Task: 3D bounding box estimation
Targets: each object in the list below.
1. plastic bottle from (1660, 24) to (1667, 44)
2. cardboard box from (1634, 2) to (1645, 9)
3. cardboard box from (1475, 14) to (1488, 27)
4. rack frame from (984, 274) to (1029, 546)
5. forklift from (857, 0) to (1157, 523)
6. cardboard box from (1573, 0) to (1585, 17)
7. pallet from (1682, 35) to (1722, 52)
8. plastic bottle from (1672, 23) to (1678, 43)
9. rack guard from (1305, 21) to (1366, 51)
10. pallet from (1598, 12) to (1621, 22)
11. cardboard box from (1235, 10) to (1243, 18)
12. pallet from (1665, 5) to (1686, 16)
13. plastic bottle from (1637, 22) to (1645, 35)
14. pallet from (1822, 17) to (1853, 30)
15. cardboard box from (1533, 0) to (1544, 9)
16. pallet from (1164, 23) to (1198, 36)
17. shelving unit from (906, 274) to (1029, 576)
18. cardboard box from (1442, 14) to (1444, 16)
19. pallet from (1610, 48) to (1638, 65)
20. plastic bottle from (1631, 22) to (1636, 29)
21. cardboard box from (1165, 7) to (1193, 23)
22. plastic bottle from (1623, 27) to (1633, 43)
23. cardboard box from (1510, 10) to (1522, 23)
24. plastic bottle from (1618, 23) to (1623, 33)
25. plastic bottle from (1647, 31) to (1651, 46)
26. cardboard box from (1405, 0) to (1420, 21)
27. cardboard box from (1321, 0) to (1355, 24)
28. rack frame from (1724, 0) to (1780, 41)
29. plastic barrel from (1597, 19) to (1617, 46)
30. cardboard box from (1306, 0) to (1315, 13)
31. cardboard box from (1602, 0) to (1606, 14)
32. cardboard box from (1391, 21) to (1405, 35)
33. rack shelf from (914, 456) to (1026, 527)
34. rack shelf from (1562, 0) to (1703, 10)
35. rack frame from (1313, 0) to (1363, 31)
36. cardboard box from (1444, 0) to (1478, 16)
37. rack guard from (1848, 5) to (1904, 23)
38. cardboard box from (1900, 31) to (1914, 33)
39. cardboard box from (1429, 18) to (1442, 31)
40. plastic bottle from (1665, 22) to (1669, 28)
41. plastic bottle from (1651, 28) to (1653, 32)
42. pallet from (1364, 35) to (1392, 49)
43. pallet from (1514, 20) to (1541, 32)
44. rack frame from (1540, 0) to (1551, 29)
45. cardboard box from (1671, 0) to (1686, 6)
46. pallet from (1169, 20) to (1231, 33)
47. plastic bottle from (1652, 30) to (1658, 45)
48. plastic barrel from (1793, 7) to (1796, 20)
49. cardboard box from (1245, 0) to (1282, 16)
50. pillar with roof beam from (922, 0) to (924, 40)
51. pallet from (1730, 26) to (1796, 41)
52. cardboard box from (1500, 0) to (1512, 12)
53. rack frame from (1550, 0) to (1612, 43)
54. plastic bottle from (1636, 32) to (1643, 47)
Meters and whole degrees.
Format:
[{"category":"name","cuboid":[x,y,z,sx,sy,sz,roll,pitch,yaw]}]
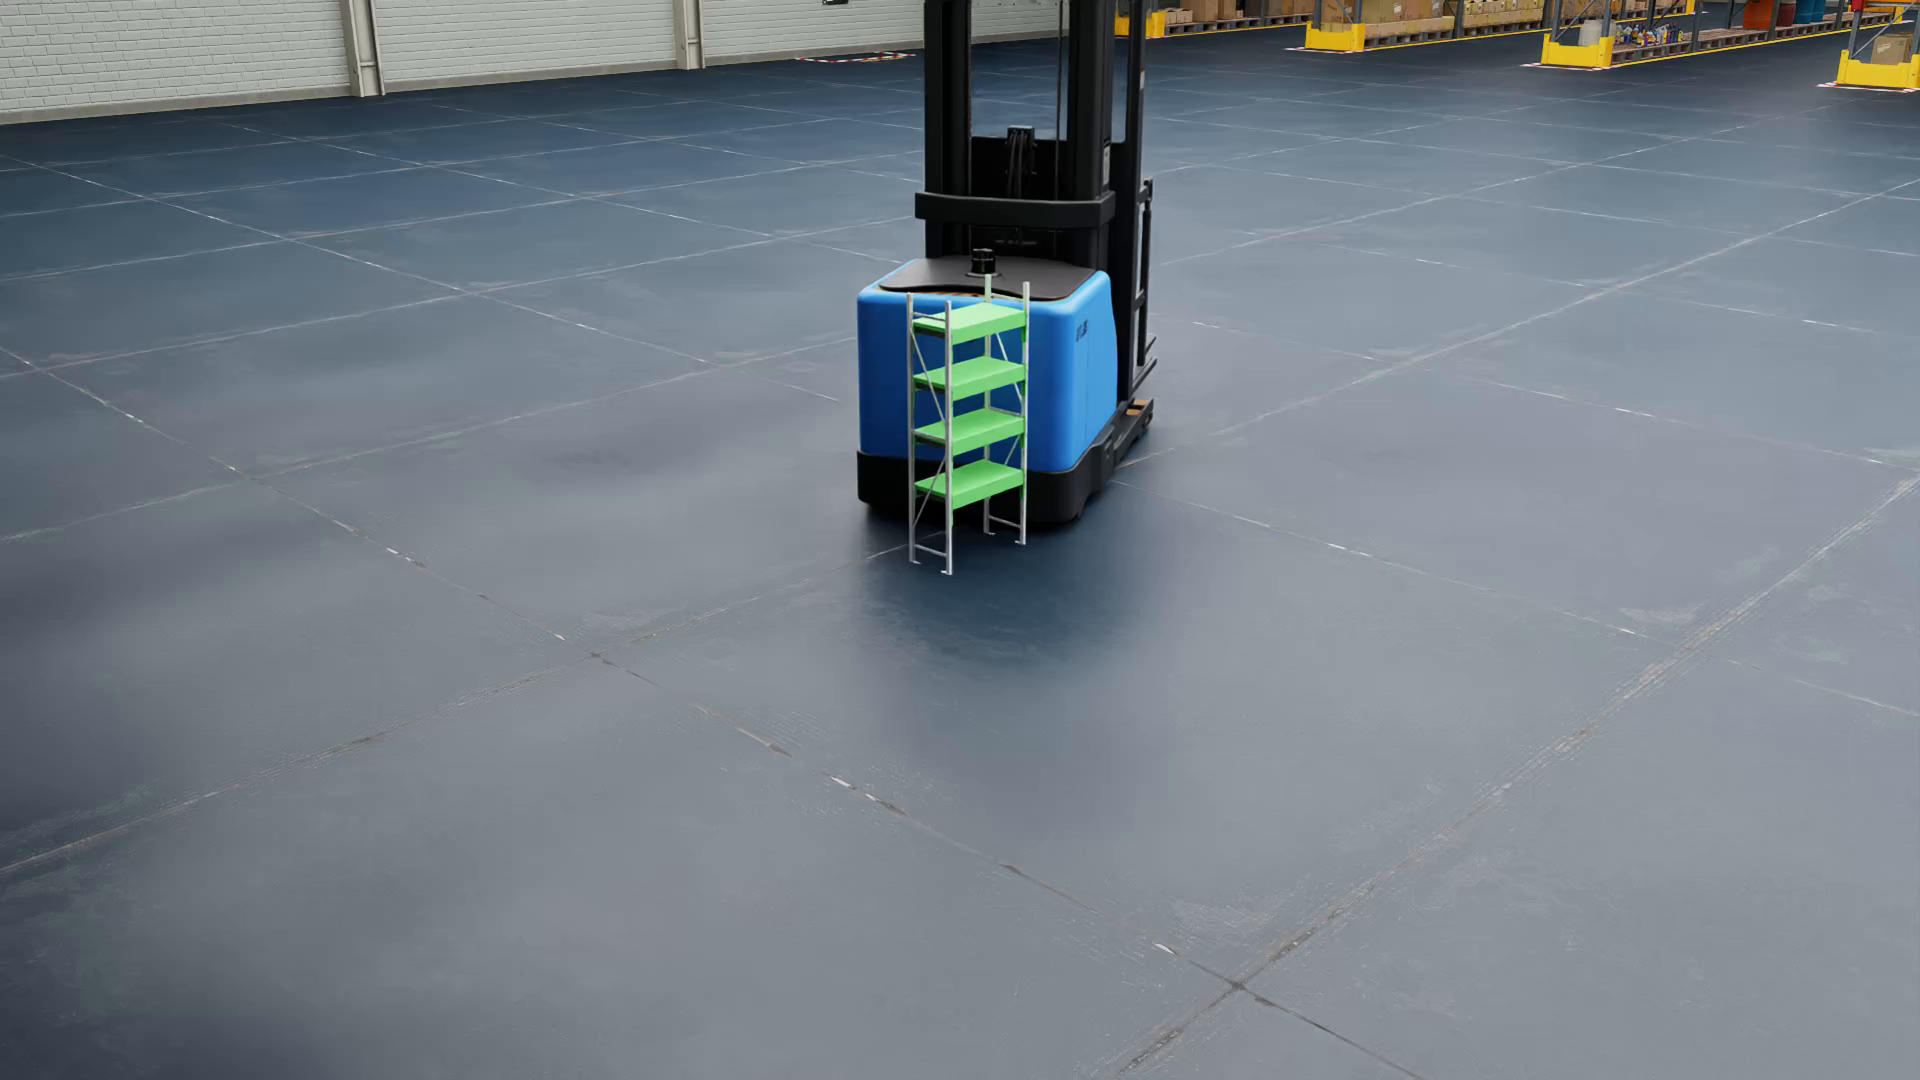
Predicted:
[{"category":"plastic bottle","cuboid":[13.106,-9.447,31.052,0.144,0.351,0.185,19,28,40]},{"category":"cardboard box","cuboid":[16.786,-13.307,41.351,0.380,0.166,0.250,19,28,41]},{"category":"cardboard box","cuboid":[10.978,-11.174,35.714,0.500,0.250,0.500,-19,28,-41]},{"category":"rack frame","cuboid":[0.202,-0.565,7.372,0.240,1.200,0.015,18,28,39]},{"category":"forklift","cuboid":[0.435,-1.944,8.548,1.130,2.935,3.031,6,22,16]},{"category":"cardboard box","cuboid":[14.189,-12.465,38.695,0.500,0.500,0.500,19,28,40]},{"category":"pallet","cuboid":[14.228,-9.758,32.669,1.003,0.211,1.213,19,28,41]},{"category":"plastic bottle","cuboid":[13.465,-9.580,31.396,0.144,0.351,0.185,18,28,39]},{"category":"rack guard","cuboid":[7.354,-9.888,32.603,1.175,0.500,0.348,19,28,41]},{"category":"pallet","cuboid":[15.202,-12.625,40.128,1.003,0.211,1.213,19,28,41]},{"category":"cardboard box","cuboid":[6.258,-12.066,38.121,0.380,0.166,0.250,15,26,34]},{"category":"pallet","cuboid":[17.924,-13.647,42.787,1.003,0.211,1.213,19,28,41]},{"category":"plastic bottle","cuboid":[12.951,-9.678,31.651,0.144,0.351,0.185,19,28,41]},{"category":"pallet","cuboid":[19.774,-11.802,37.986,1.003,0.211,1.213,19,28,41]},{"category":"cardboard box","cuboid":[12.763,-12.095,37.328,0.500,0.311,0.500,-19,28,-41]},{"category":"pallet","cuboid":[4.464,-11.218,36.466,1.003,0.211,1.213,19,28,41]},{"category":"shelving unit","cuboid":[0.036,-0.501,7.205,0.258,1.200,0.503,18,28,39]},{"category":"cardboard box","cuboid":[10.243,-11.181,35.730,0.500,0.250,0.500,19,28,40]},{"category":"pallet","cuboid":[11.507,-8.757,30.065,1.003,0.211,1.213,19,28,41]},{"category":"plastic bottle","cuboid":[12.847,-9.714,31.745,0.185,0.351,0.144,-19,28,-41]},{"category":"cardboard box","cuboid":[4.764,-11.552,36.583,0.500,0.311,0.500,-17,27,-38]},{"category":"plastic bottle","cuboid":[12.543,-9.490,31.268,0.152,0.276,0.135,19,28,41]},{"category":"cardboard box","cuboid":[12.049,-11.572,36.747,0.500,0.250,0.500,-19,28,-41]},{"category":"plastic bottle","cuboid":[12.419,-9.556,31.334,0.144,0.351,0.185,19,28,40]},{"category":"plastic bottle","cuboid":[12.644,-9.228,30.592,0.097,0.271,0.097,0,21,0]},{"category":"cardboard box","cuboid":[8.953,-10.791,33.670,0.500,0.500,0.500,19,28,41]},{"category":"cardboard box","cuboid":[7.532,-10.536,33.007,0.500,0.500,0.500,19,28,41]},{"category":"rack frame","cuboid":[16.498,-11.877,34.293,1.000,3.000,0.127,19,28,41]},{"category":"plastic barrel","cuboid":[11.671,-9.172,30.139,0.421,0.512,0.421,0,21,0]},{"category":"cardboard box","cuboid":[8.166,-12.959,39.979,0.700,0.500,0.500,19,28,40]},{"category":"cardboard box","cuboid":[15.252,-12.861,39.724,0.500,0.500,0.500,19,28,41]},{"category":"cardboard box","cuboid":[8.600,-10.313,33.474,0.500,0.250,0.500,19,28,41]},{"category":"rack shelf","cuboid":[0.036,-0.217,7.314,0.258,0.148,0.480,18,28,39]},{"category":"rack shelf","cuboid":[12.312,-9.999,30.410,1.077,0.370,4.000,19,28,41]},{"category":"rack frame","cuboid":[7.371,-11.061,32.171,1.000,3.000,0.127,19,28,41]},{"category":"cardboard box","cuboid":[10.628,-11.307,35.278,0.500,0.311,0.500,19,28,41]},{"category":"rack guard","cuboid":[22.086,-12.776,40.117,1.175,0.500,0.348,19,28,41]},{"category":"cardboard box","cuboid":[15.756,-8.085,27.326,0.500,0.500,0.500,-17,27,-37]},{"category":"cardboard box","cuboid":[9.638,-10.702,34.484,0.500,0.250,0.500,19,28,41]},{"category":"plastic bottle","cuboid":[13.362,-9.616,31.490,0.144,0.351,0.185,19,28,41]},{"category":"plastic bottle","cuboid":[12.913,-9.402,31.027,0.061,0.283,0.133,19,28,41]},{"category":"pallet","cuboid":[7.874,-9.966,33.210,1.003,0.211,1.213,19,28,41]},{"category":"pallet","cuboid":[12.349,-11.614,37.496,1.003,0.211,1.213,19,28,41]},{"category":"rack frame","cuboid":[12.952,-13.117,37.521,1.000,3.000,0.127,19,28,41]},{"category":"cardboard box","cuboid":[18.330,-14.011,42.717,0.500,0.500,0.500,19,28,41]},{"category":"pallet","cuboid":[5.315,-11.530,37.278,1.003,0.211,1.213,19,28,41]},{"category":"plastic bottle","cuboid":[12.856,-9.306,30.795,0.097,0.271,0.097,0,21,0]},{"category":"plastic barrel","cuboid":[17.945,-11.499,36.194,0.421,0.512,0.421,0,21,0]},{"category":"cardboard box","cuboid":[7.111,-12.560,38.942,0.500,0.500,0.700,-19,28,-40]},{"category":"pillar with roof beam","cuboid":[2.586,-12.877,28.533,9.100,9.000,0.400,19,28,41]},{"category":"pallet","cuboid":[17.018,-10.788,35.348,1.003,0.211,1.213,19,28,41]},{"category":"cardboard box","cuboid":[11.700,-11.703,36.307,0.500,0.311,0.500,-19,28,-41]},{"category":"rack frame","cuboid":[10.917,-9.820,28.943,1.000,3.000,0.127,19,28,41]},{"category":"plastic bottle","cuboid":[12.405,-9.140,30.363,0.097,0.271,0.097,0,21,0]}]
